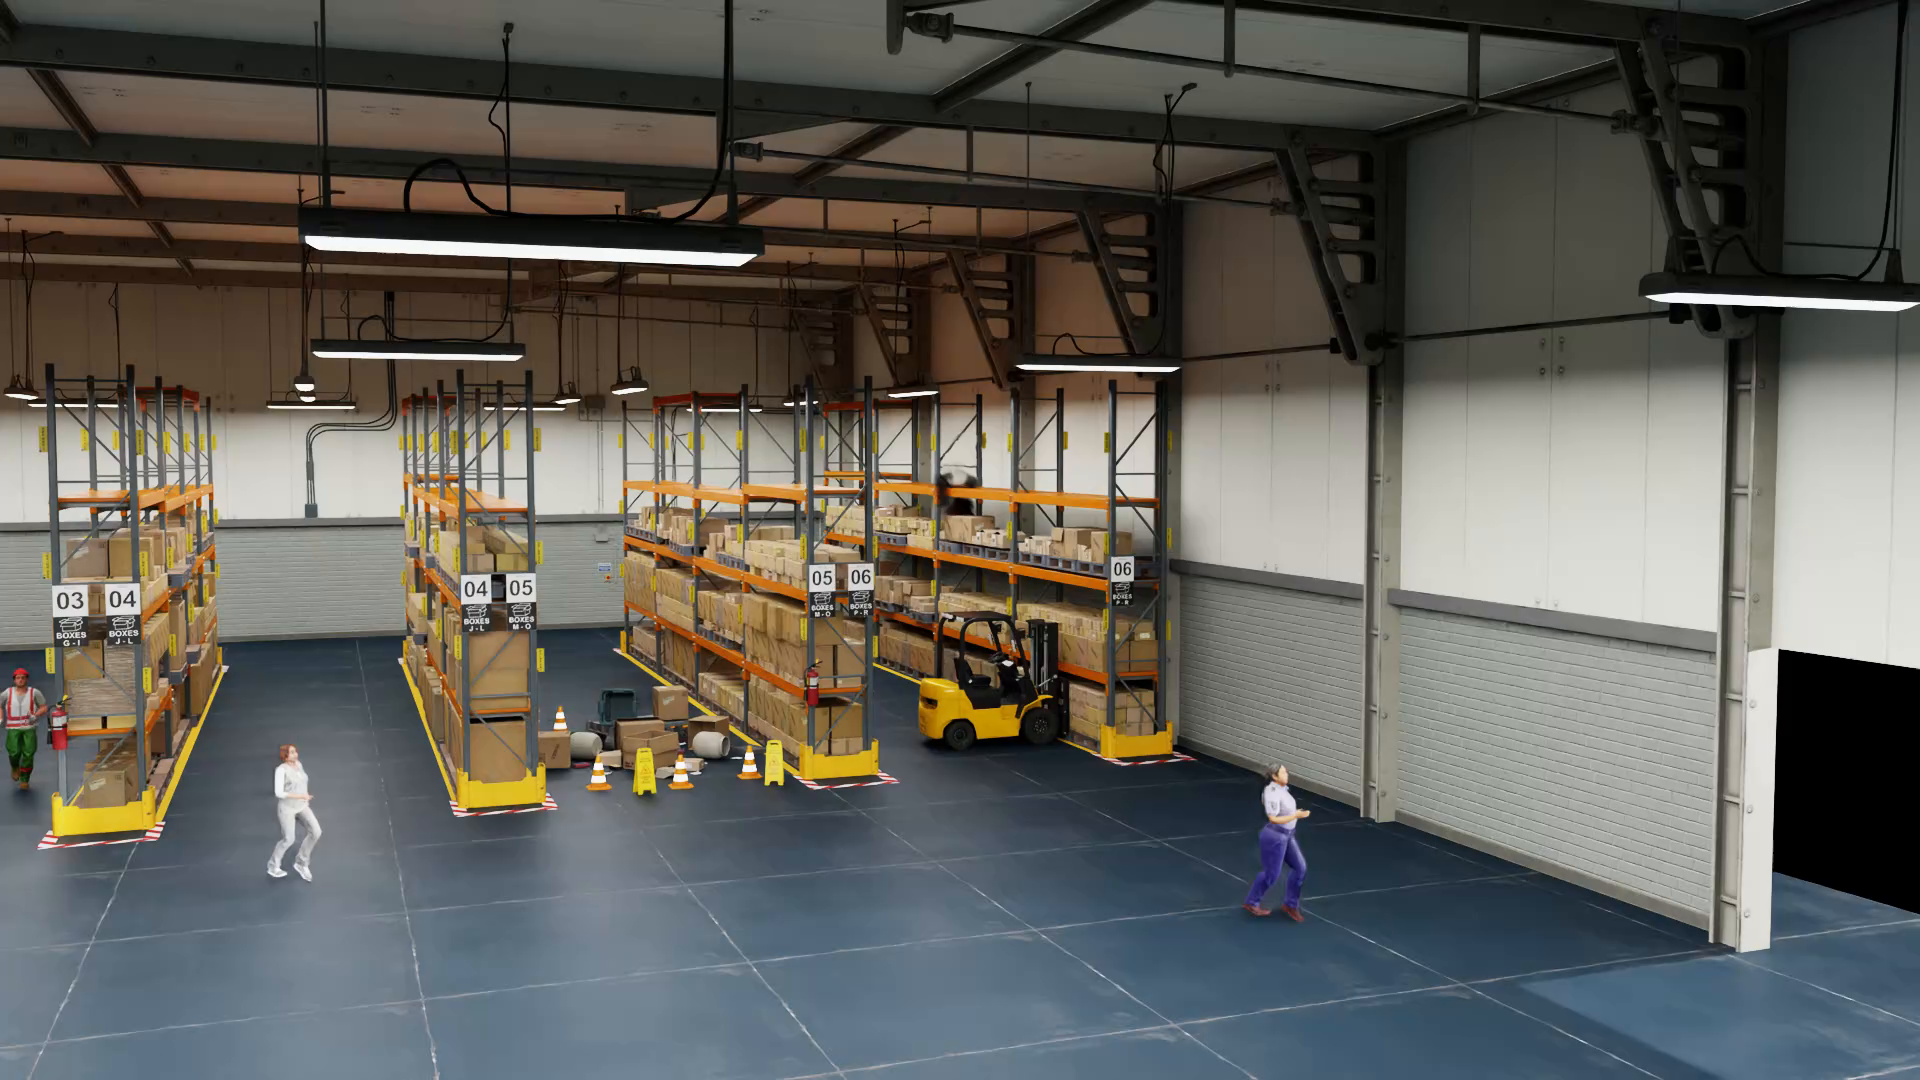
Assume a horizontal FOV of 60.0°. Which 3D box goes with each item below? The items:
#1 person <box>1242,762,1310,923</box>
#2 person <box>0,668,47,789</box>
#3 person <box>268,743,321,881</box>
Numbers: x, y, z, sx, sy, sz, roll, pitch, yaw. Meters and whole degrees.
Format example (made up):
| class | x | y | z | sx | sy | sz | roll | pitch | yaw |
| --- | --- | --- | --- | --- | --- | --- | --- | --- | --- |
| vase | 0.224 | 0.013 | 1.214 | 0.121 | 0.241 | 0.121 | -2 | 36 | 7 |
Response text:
| class | x | y | z | sx | sy | sz | roll | pitch | yaw |
| --- | --- | --- | --- | --- | --- | --- | --- | --- | --- |
| person | 3.323 | 3.175 | 17.375 | 0.705 | 1.692 | 0.585 | 2 | 4 | 29 |
| person | -13.548 | 2.727 | 24.004 | 0.653 | 1.742 | 0.587 | -2 | 4 | -28 |
| person | -7.622 | 3.105 | 19.004 | 0.672 | 1.594 | 0.543 | 1 | 4 | 22 |
